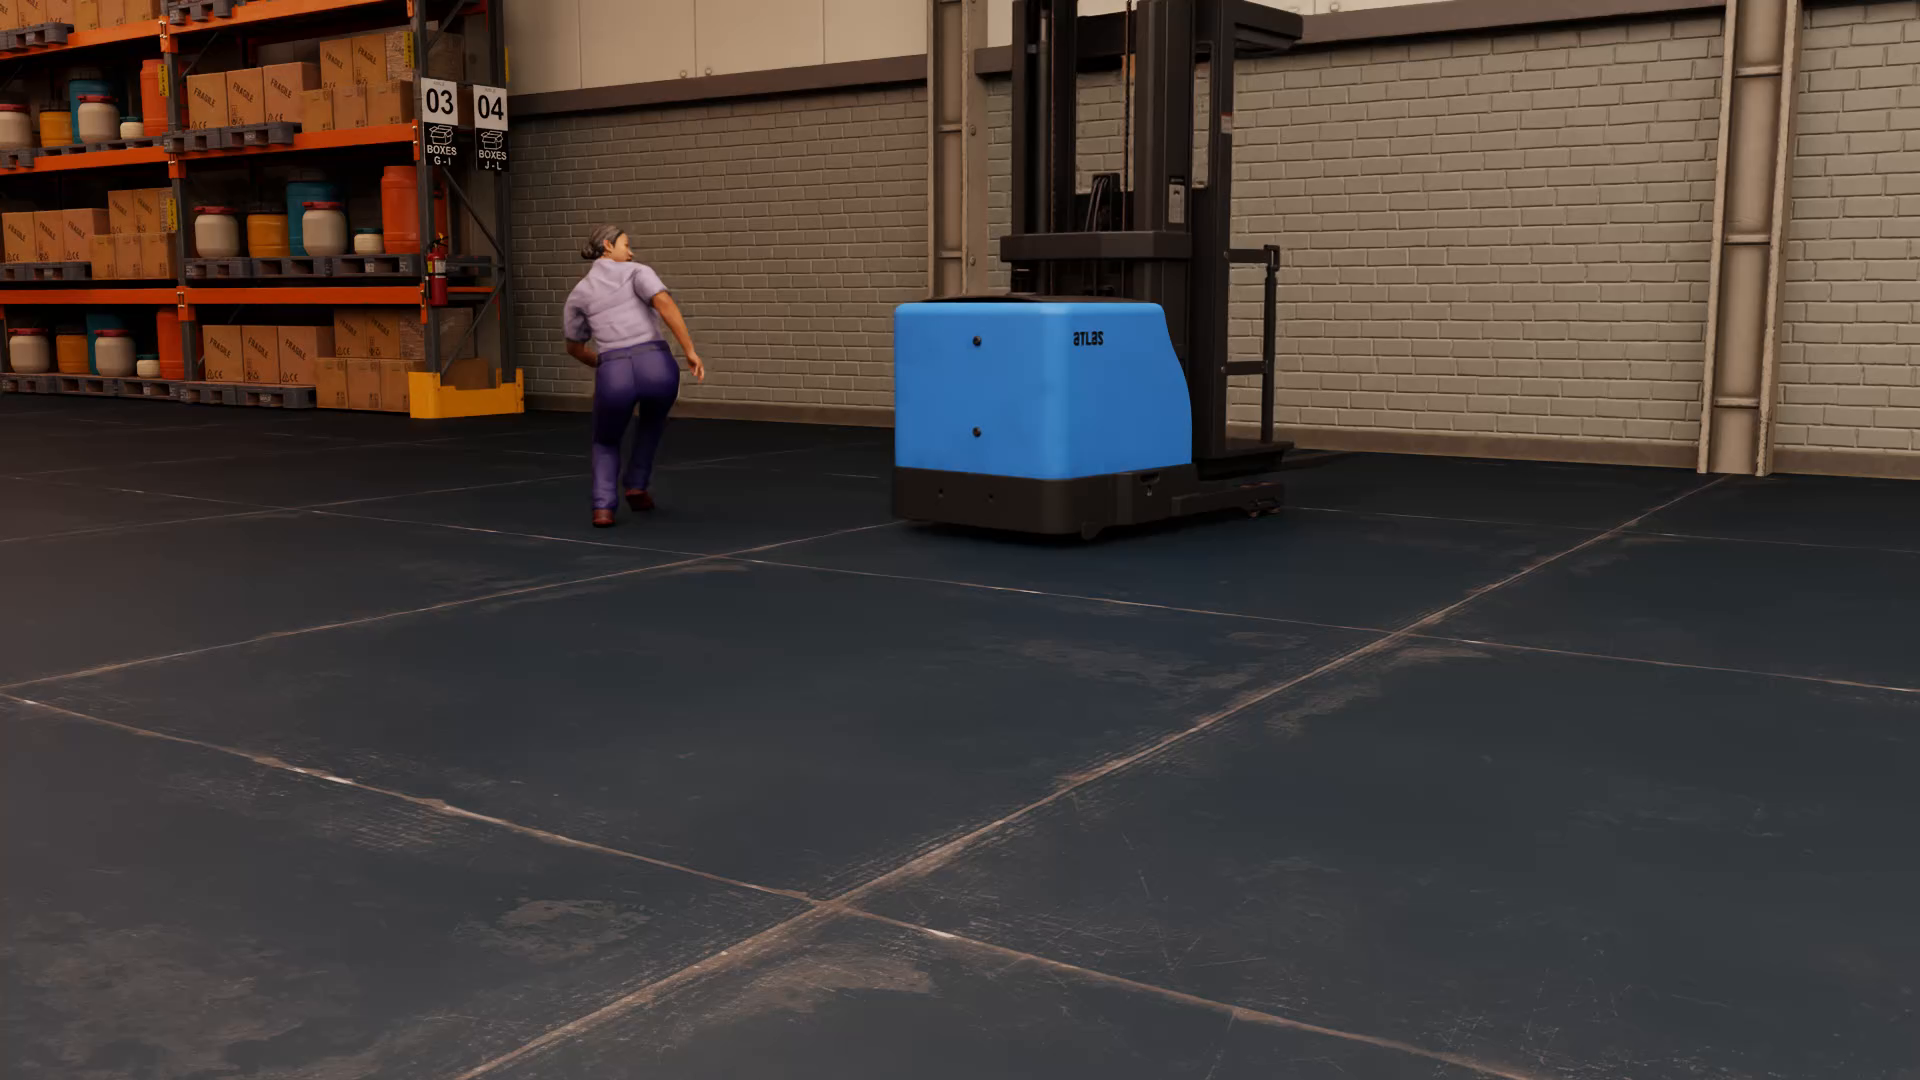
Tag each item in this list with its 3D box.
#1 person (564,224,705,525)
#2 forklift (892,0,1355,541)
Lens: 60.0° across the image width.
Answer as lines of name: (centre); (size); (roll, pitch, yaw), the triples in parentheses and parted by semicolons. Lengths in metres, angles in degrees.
person: (-1.596, -0.818, 8.241); (0.703, 1.473, 0.729); (-1, 8, -4)
forklift: (1.025, -1.606, 8.486); (1.130, 2.935, 3.031); (7, 11, 41)
